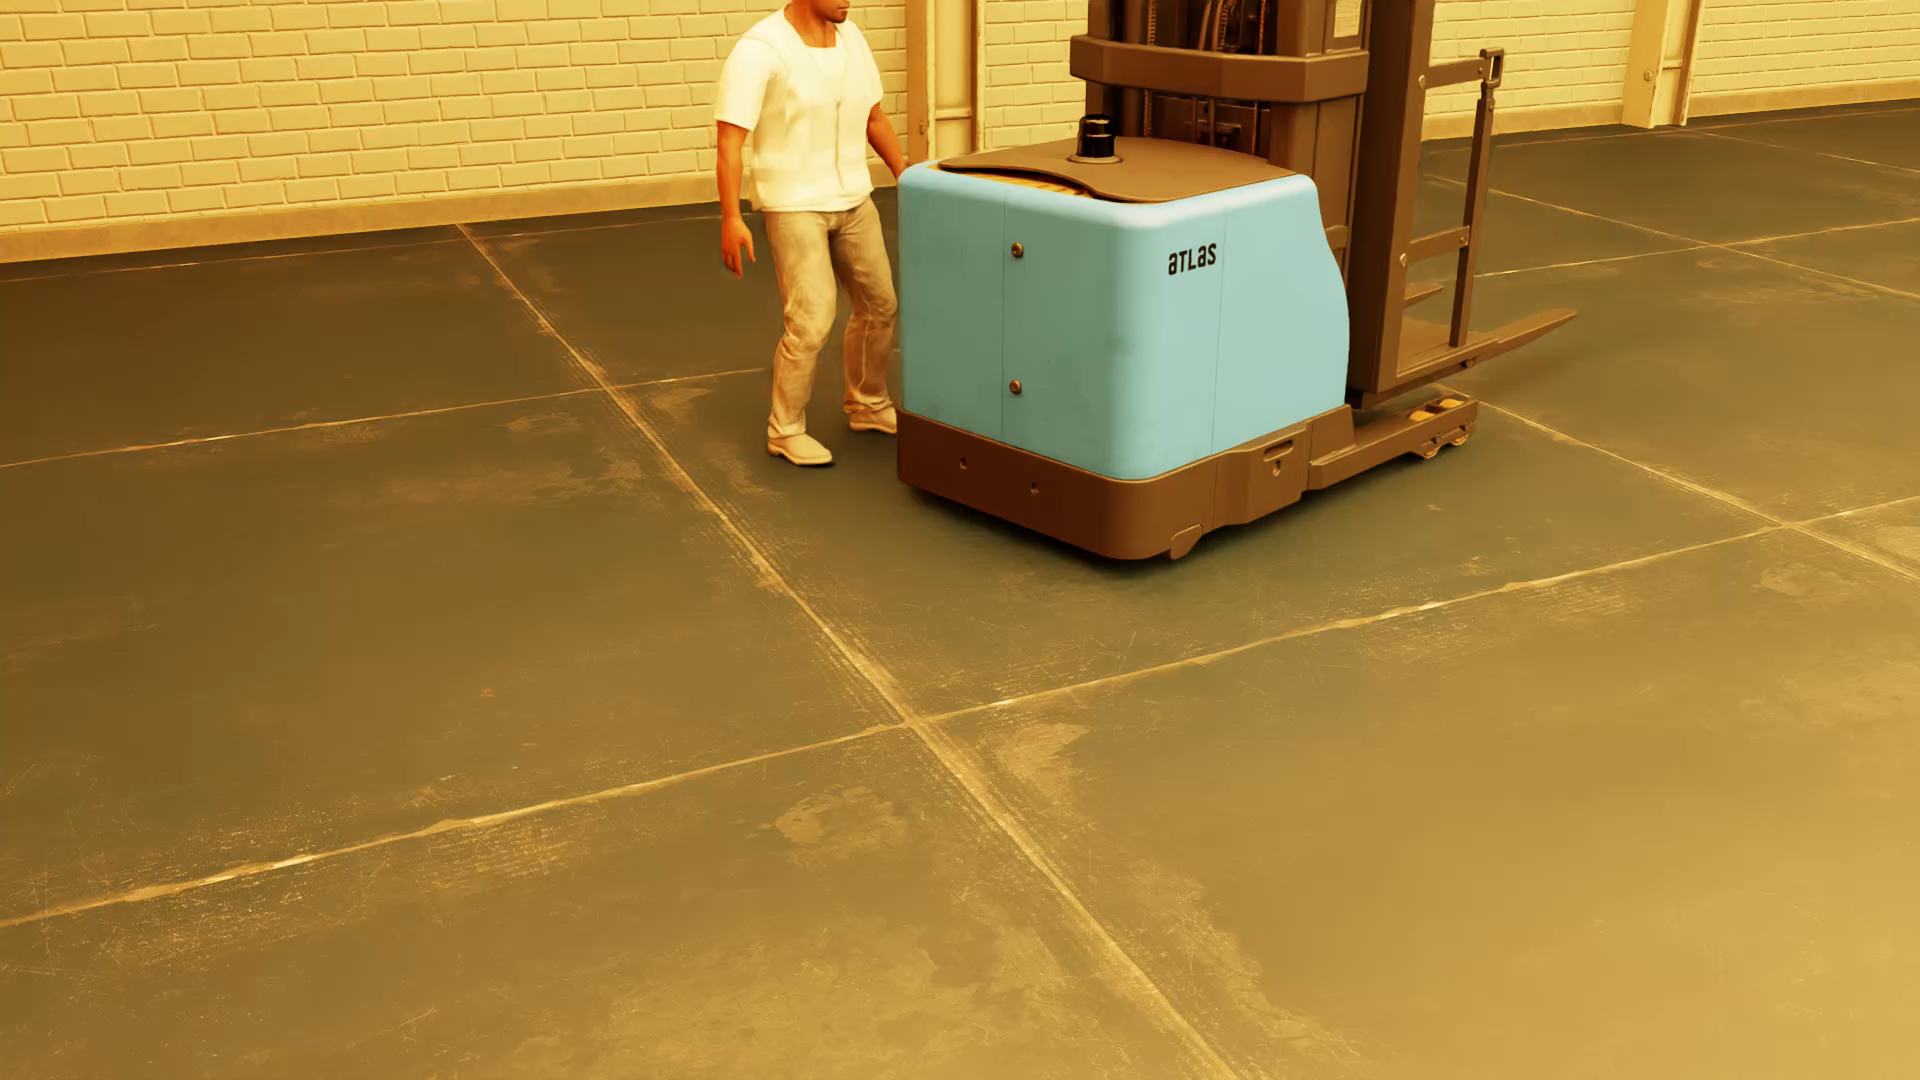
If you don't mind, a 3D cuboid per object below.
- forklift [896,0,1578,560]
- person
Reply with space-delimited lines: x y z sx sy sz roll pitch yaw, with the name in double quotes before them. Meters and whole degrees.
"forklift" 1.200 -1.762 5.527 3.031 2.935 1.130 -21 30 -40
"person" -0.456 -1.122 5.543 0.392 1.743 0.809 20 30 39
